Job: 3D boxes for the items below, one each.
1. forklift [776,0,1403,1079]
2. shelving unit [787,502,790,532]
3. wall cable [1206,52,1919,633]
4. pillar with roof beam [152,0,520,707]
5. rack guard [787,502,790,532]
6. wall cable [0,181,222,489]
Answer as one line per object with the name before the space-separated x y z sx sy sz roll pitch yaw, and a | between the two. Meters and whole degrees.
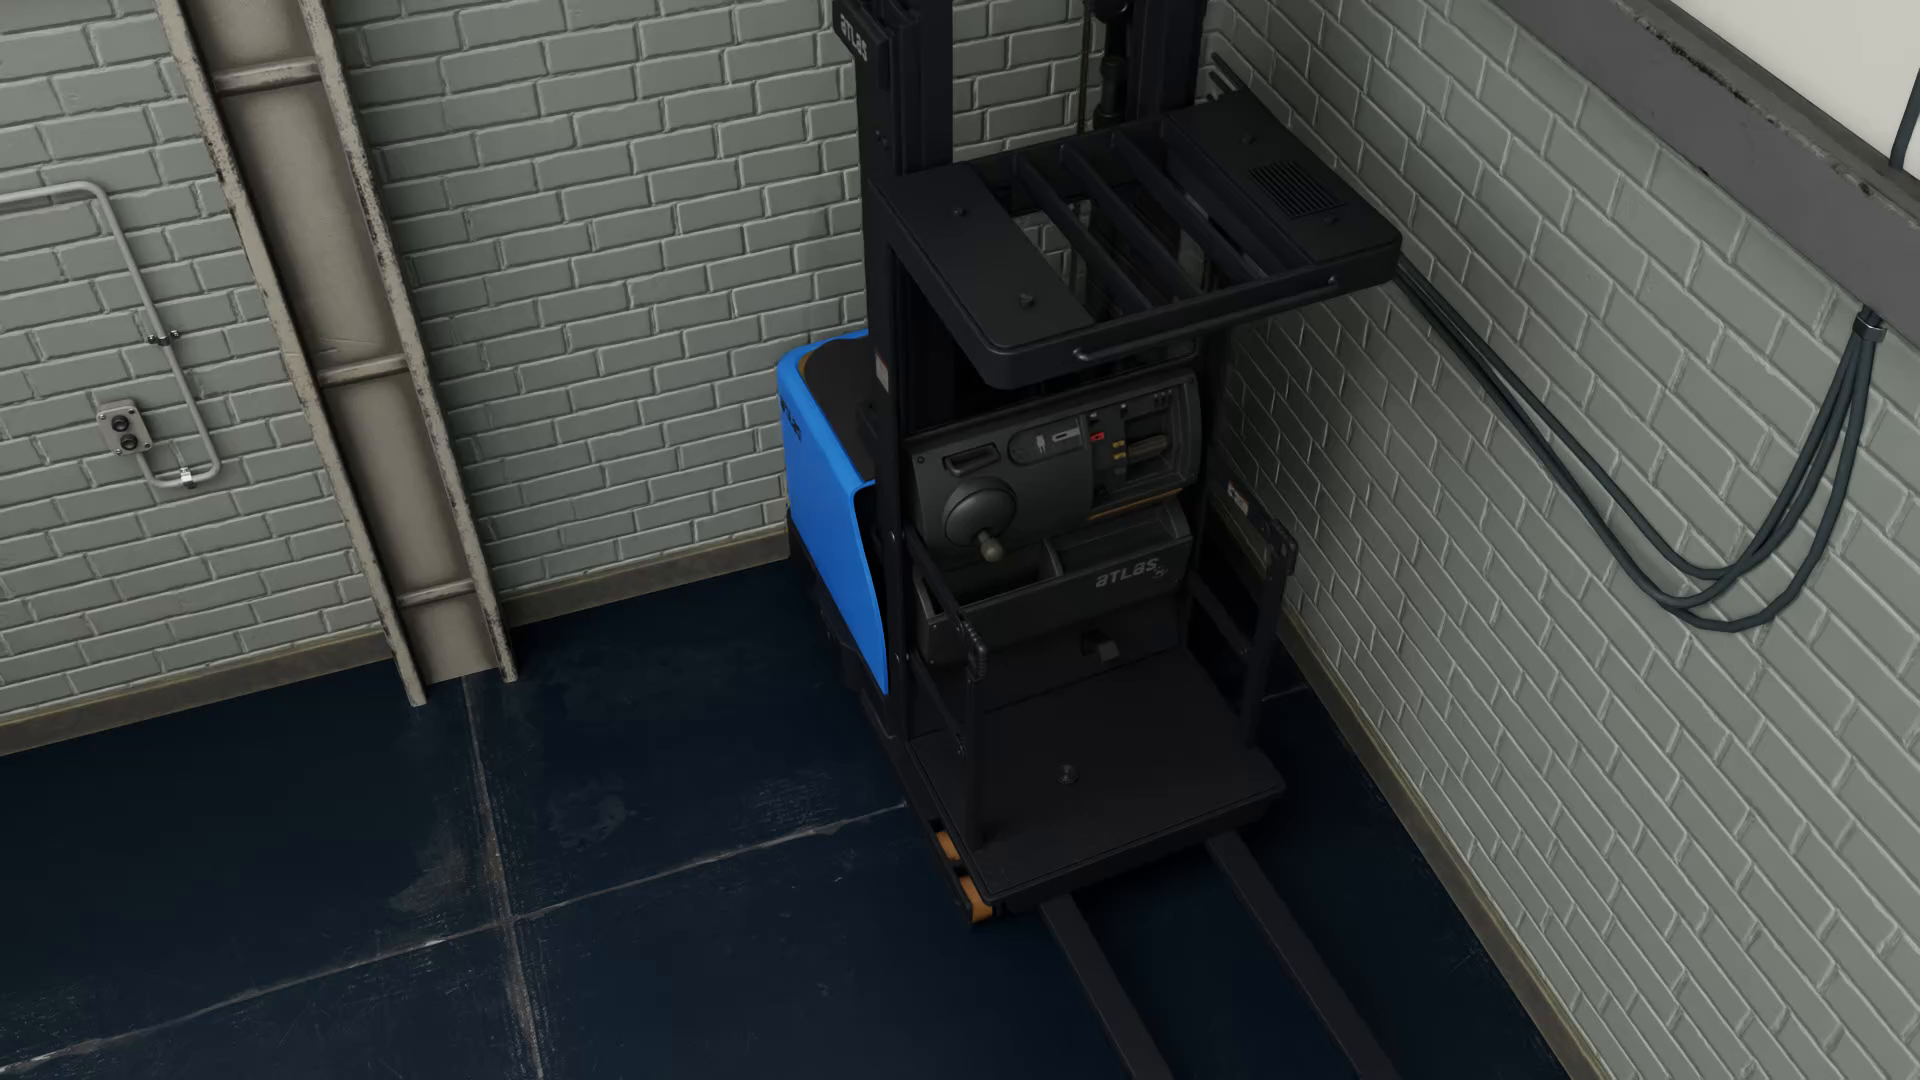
forklift | 0.388 -0.127 4.808 1.130 2.935 3.031 -17 48 -17
shelving unit | -0.031 -0.715 6.286 1.083 1.500 0.587 9 35 2
wall cable | 1.307 -1.510 4.094 0.112 2.526 3.097 -14 47 -14
pillar with roof beam | -0.427 0.158 0.239 0.400 9.000 9.100 -14 47 -14
rack guard | -0.590 -0.286 6.663 0.087 0.250 0.587 9 35 2
wall cable | -3.251 -0.663 4.576 1.851 1.984 0.084 -14 47 -14
